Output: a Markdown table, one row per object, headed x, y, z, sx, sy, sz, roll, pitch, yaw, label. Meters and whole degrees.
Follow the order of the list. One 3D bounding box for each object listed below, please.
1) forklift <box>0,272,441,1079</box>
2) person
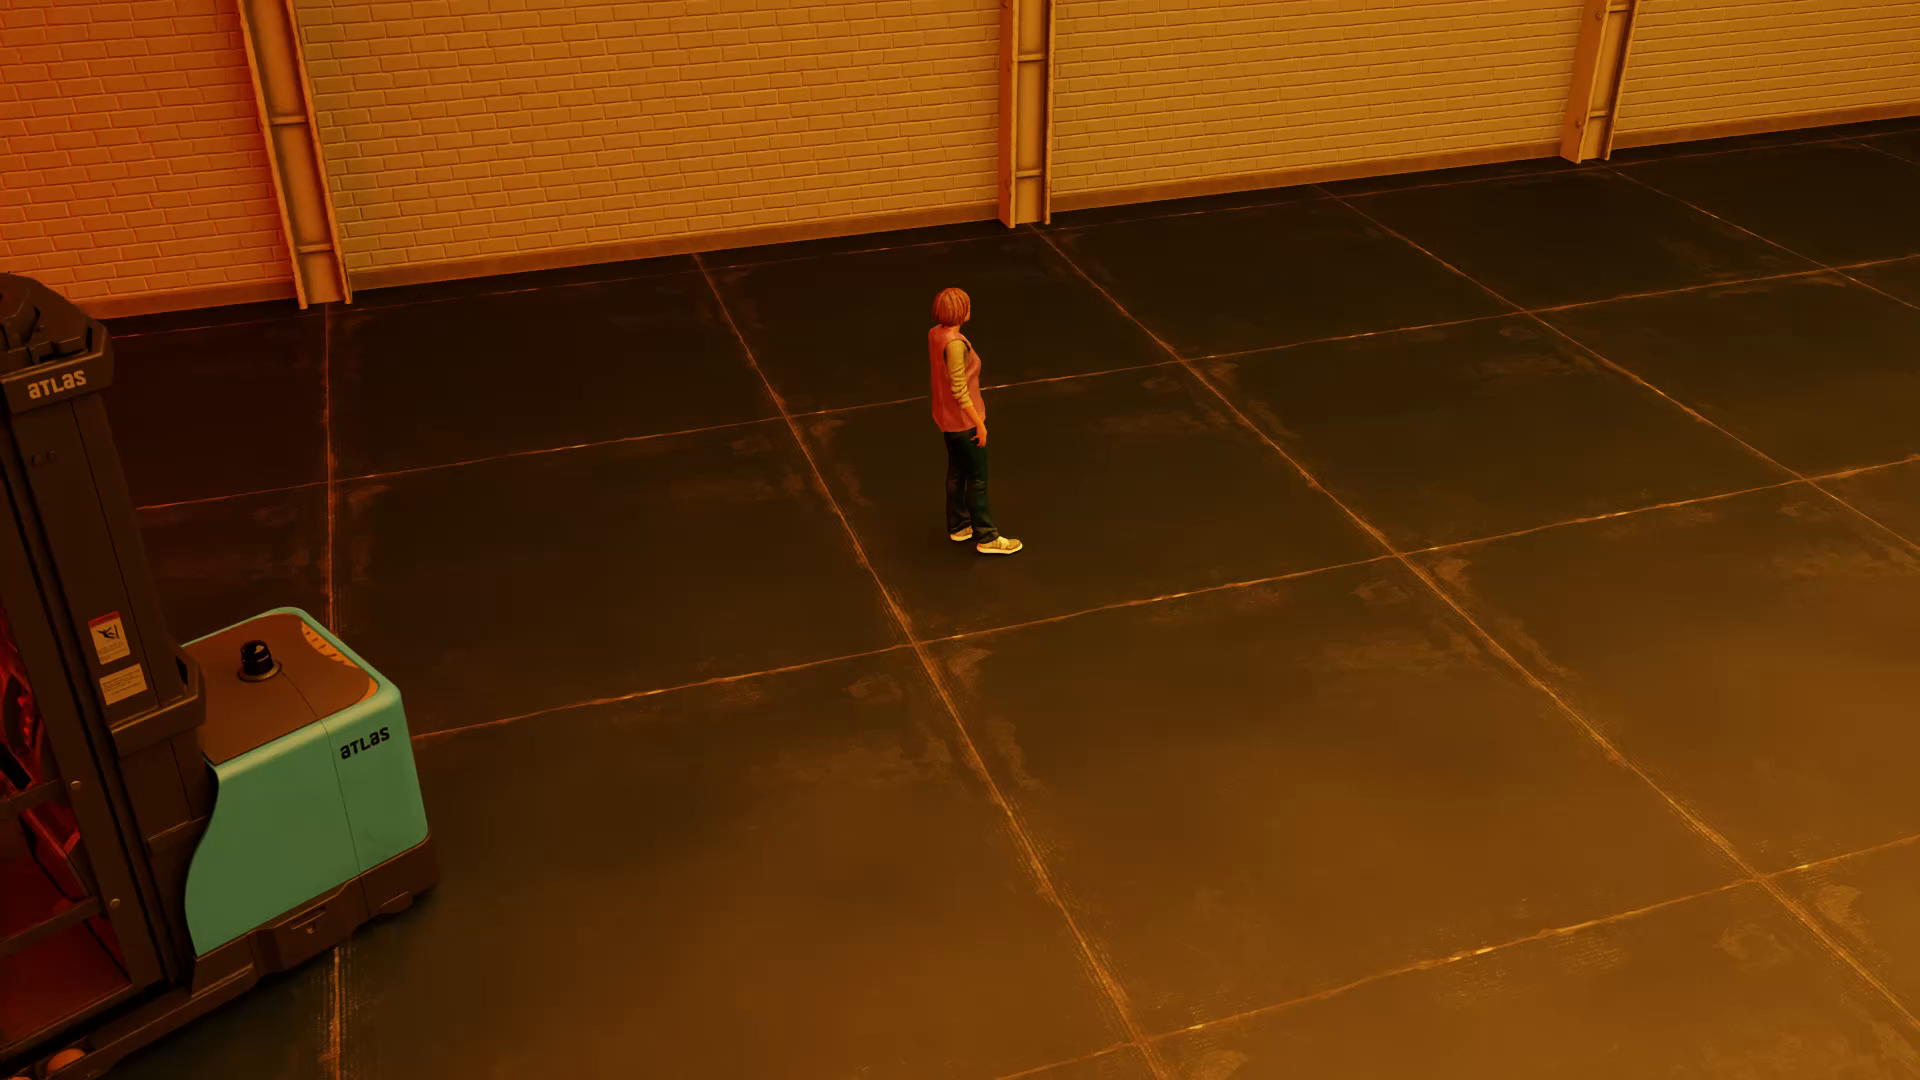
| x | y | z | sx | sy | sz | roll | pitch | yaw | label |
| --- | --- | --- | --- | --- | --- | --- | --- | --- | --- |
| -3.685 | 0.621 | 6.008 | 3.031 | 2.935 | 1.130 | -26 | 39 | -38 | forklift |
| 0.074 | -0.704 | 9.633 | 0.476 | 1.597 | 0.520 | -10 | 31 | -16 | person |
